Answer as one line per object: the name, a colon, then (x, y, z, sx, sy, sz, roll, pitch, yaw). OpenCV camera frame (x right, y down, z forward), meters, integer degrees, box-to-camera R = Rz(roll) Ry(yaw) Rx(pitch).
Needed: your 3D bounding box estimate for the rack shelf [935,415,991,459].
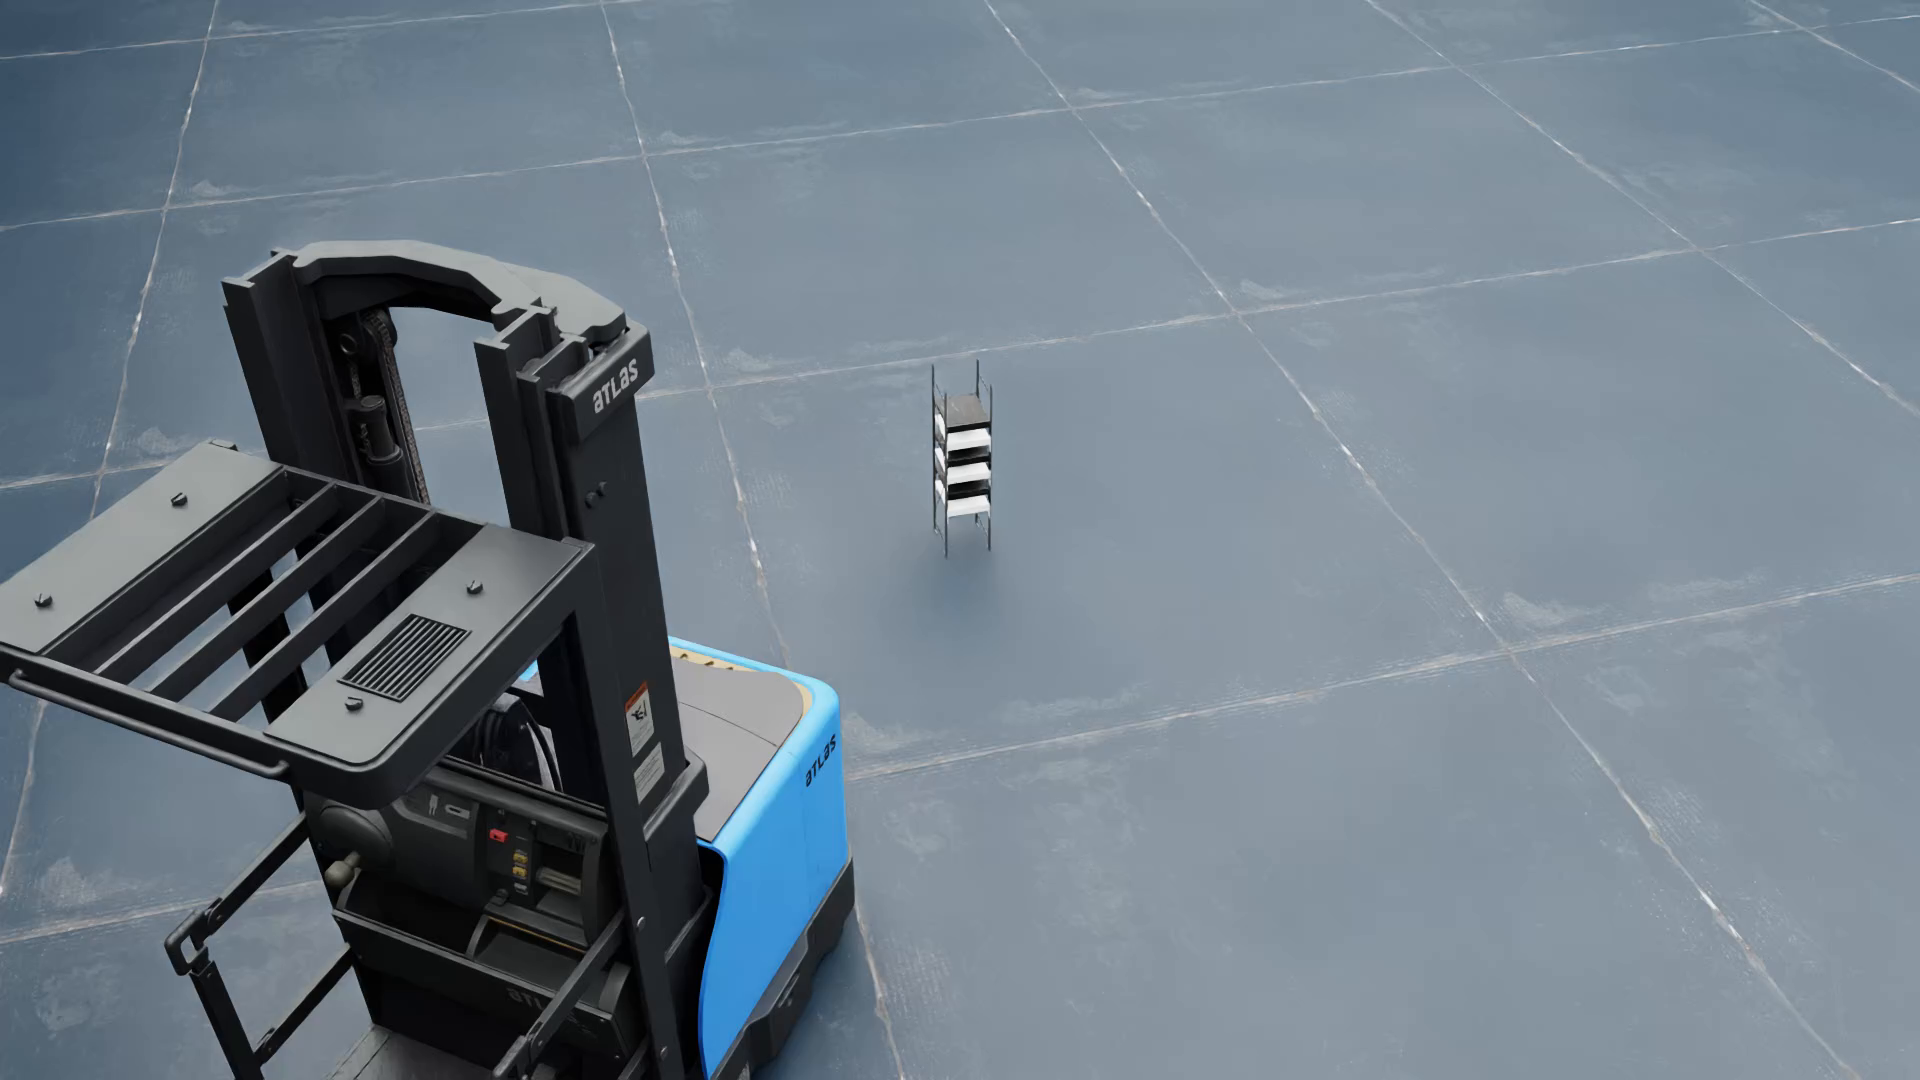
rack shelf: (0.008, -0.475, 7.389, 0.200, 0.077, 0.258, -9, 38, -12)

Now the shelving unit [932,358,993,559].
shelving unit: (0.008, -0.359, 7.478, 0.210, 0.900, 0.258, -9, 38, -12)

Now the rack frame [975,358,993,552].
rack frame: (0.106, -0.375, 7.499, 0.006, 0.900, 0.240, -9, 38, -12)

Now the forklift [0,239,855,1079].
forklift: (-1.416, 0.867, 4.204, 1.130, 2.935, 3.031, 14, 40, 18)

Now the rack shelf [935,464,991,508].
rack shelf: (0.008, -0.261, 7.553, 0.200, 0.077, 0.258, -9, 38, -12)

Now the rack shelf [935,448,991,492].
rack shelf: (0.008, -0.332, 7.499, 0.200, 0.077, 0.258, -9, 38, -12)

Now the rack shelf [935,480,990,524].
rack shelf: (0.008, -0.189, 7.608, 0.200, 0.077, 0.258, -9, 38, -12)

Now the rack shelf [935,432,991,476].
rack shelf: (0.008, -0.404, 7.444, 0.200, 0.077, 0.258, -9, 38, -12)

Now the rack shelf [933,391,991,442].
rack shelf: (0.008, -0.547, 7.334, 0.200, 0.077, 0.258, -9, 38, -12)

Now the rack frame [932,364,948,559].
rack frame: (-0.090, -0.343, 7.457, 0.006, 0.900, 0.240, -9, 38, -12)
